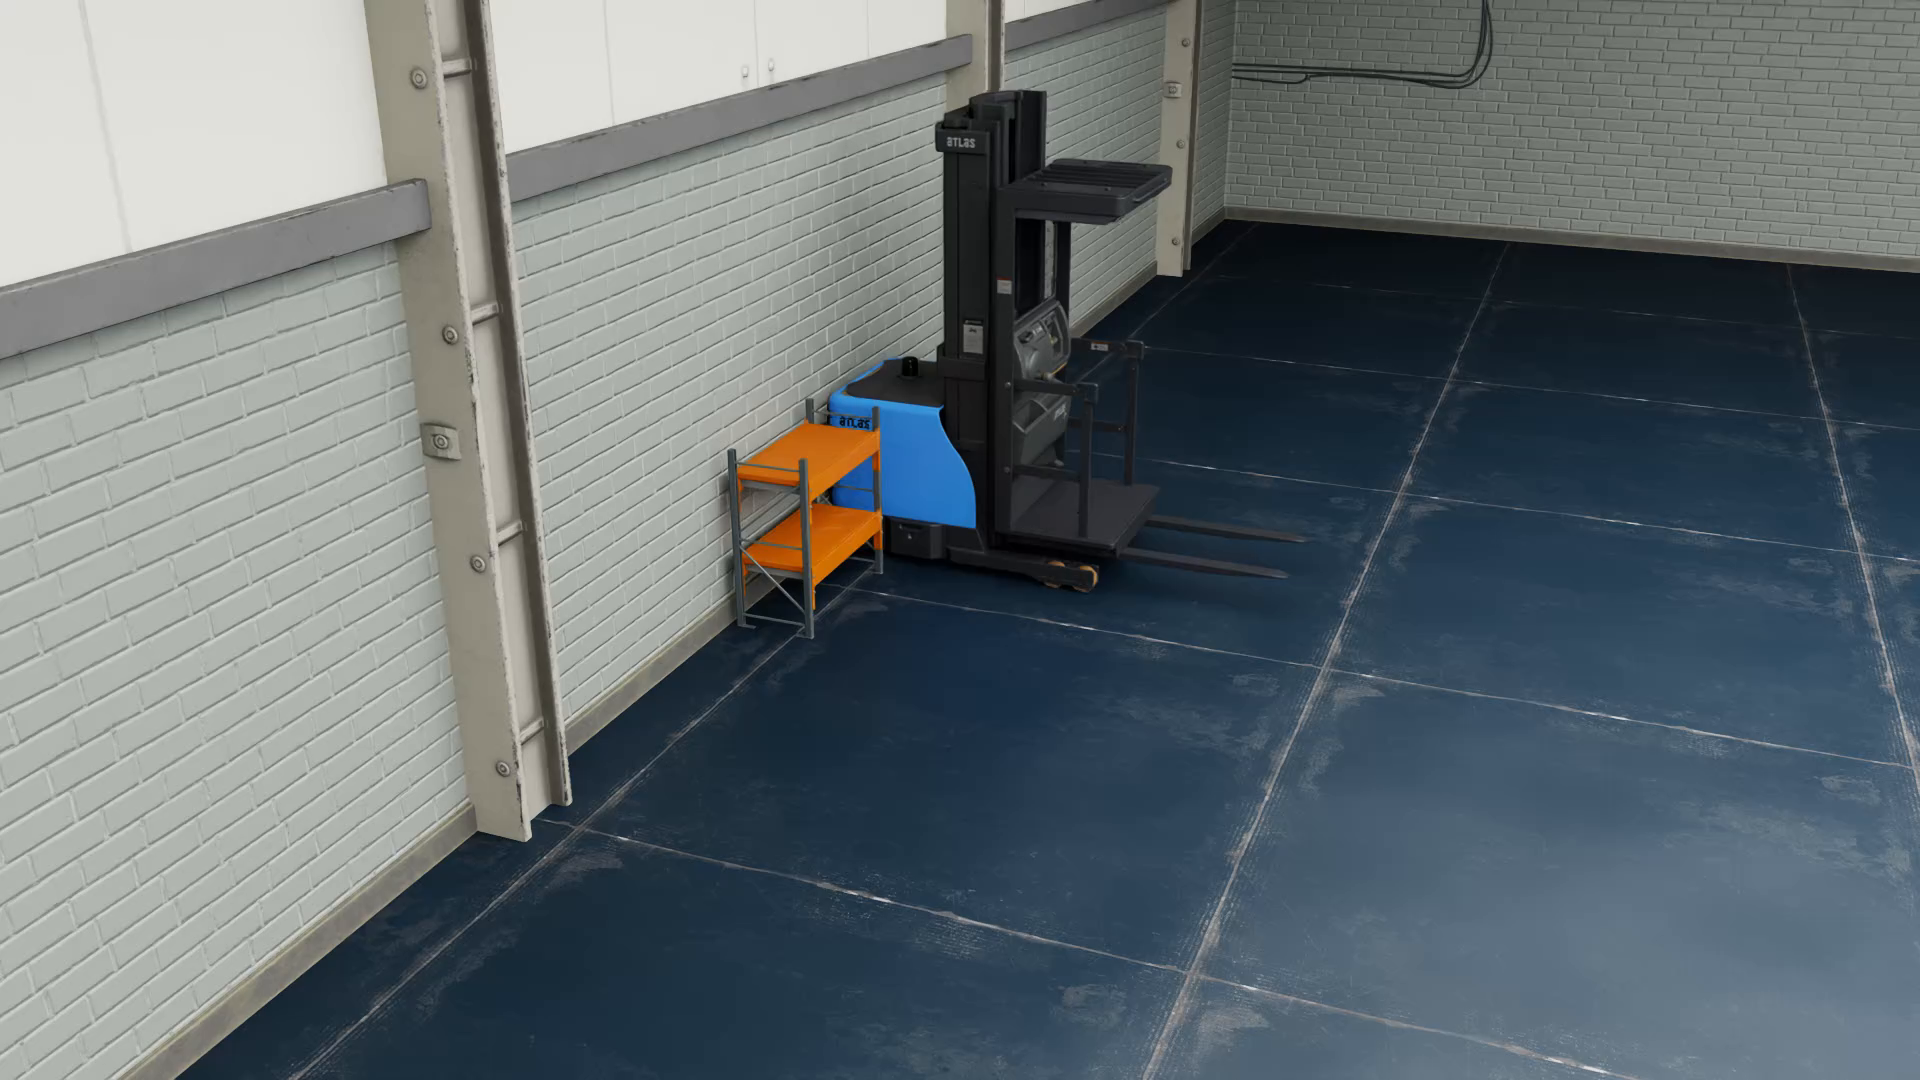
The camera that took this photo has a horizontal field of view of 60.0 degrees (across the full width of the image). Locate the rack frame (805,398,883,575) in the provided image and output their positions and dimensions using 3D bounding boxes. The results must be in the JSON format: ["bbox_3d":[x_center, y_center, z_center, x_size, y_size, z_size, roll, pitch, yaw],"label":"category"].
[{"bbox_3d":[-0.734,-0.336,10.596,0.500,1.125,0.032,9,24,20],"label":"rack frame"}]

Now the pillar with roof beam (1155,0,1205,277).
[{"bbox_3d":[6.336,-6.499,15.132,9.100,9.000,0.400,9,24,20],"label":"pillar with roof beam"}]

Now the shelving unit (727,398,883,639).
[{"bbox_3d":[-0.918,-0.154,10.159,0.538,1.125,1.048,9,24,20],"label":"shelving unit"}]

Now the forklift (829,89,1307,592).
[{"bbox_3d":[0.706,-1.255,10.452,3.031,2.935,1.130,9,24,20],"label":"forklift"}]

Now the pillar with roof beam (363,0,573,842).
[{"bbox_3d":[1.879,-2.204,4.852,9.100,9.000,0.400,9,24,20],"label":"pillar with roof beam"}]

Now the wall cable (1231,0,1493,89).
[{"bbox_3d":[4.661,-6.547,19.277,3.097,2.526,0.112,9,24,20],"label":"wall cable"}]

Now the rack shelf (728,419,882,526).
[{"bbox_3d":[-0.918,-0.424,10.046,0.538,0.278,1.000,9,24,20],"label":"rack shelf"}]

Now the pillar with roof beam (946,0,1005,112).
[{"bbox_3d":[4.108,-4.351,9.992,9.100,9.000,0.400,9,24,20],"label":"pillar with roof beam"}]

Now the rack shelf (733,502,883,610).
[{"bbox_3d":[-0.918,0.072,10.253,0.538,0.278,1.000,9,24,20],"label":"rack shelf"}]

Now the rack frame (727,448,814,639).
[{"bbox_3d":[-1.103,0.029,9.722,0.500,1.125,0.032,9,24,20],"label":"rack frame"}]
